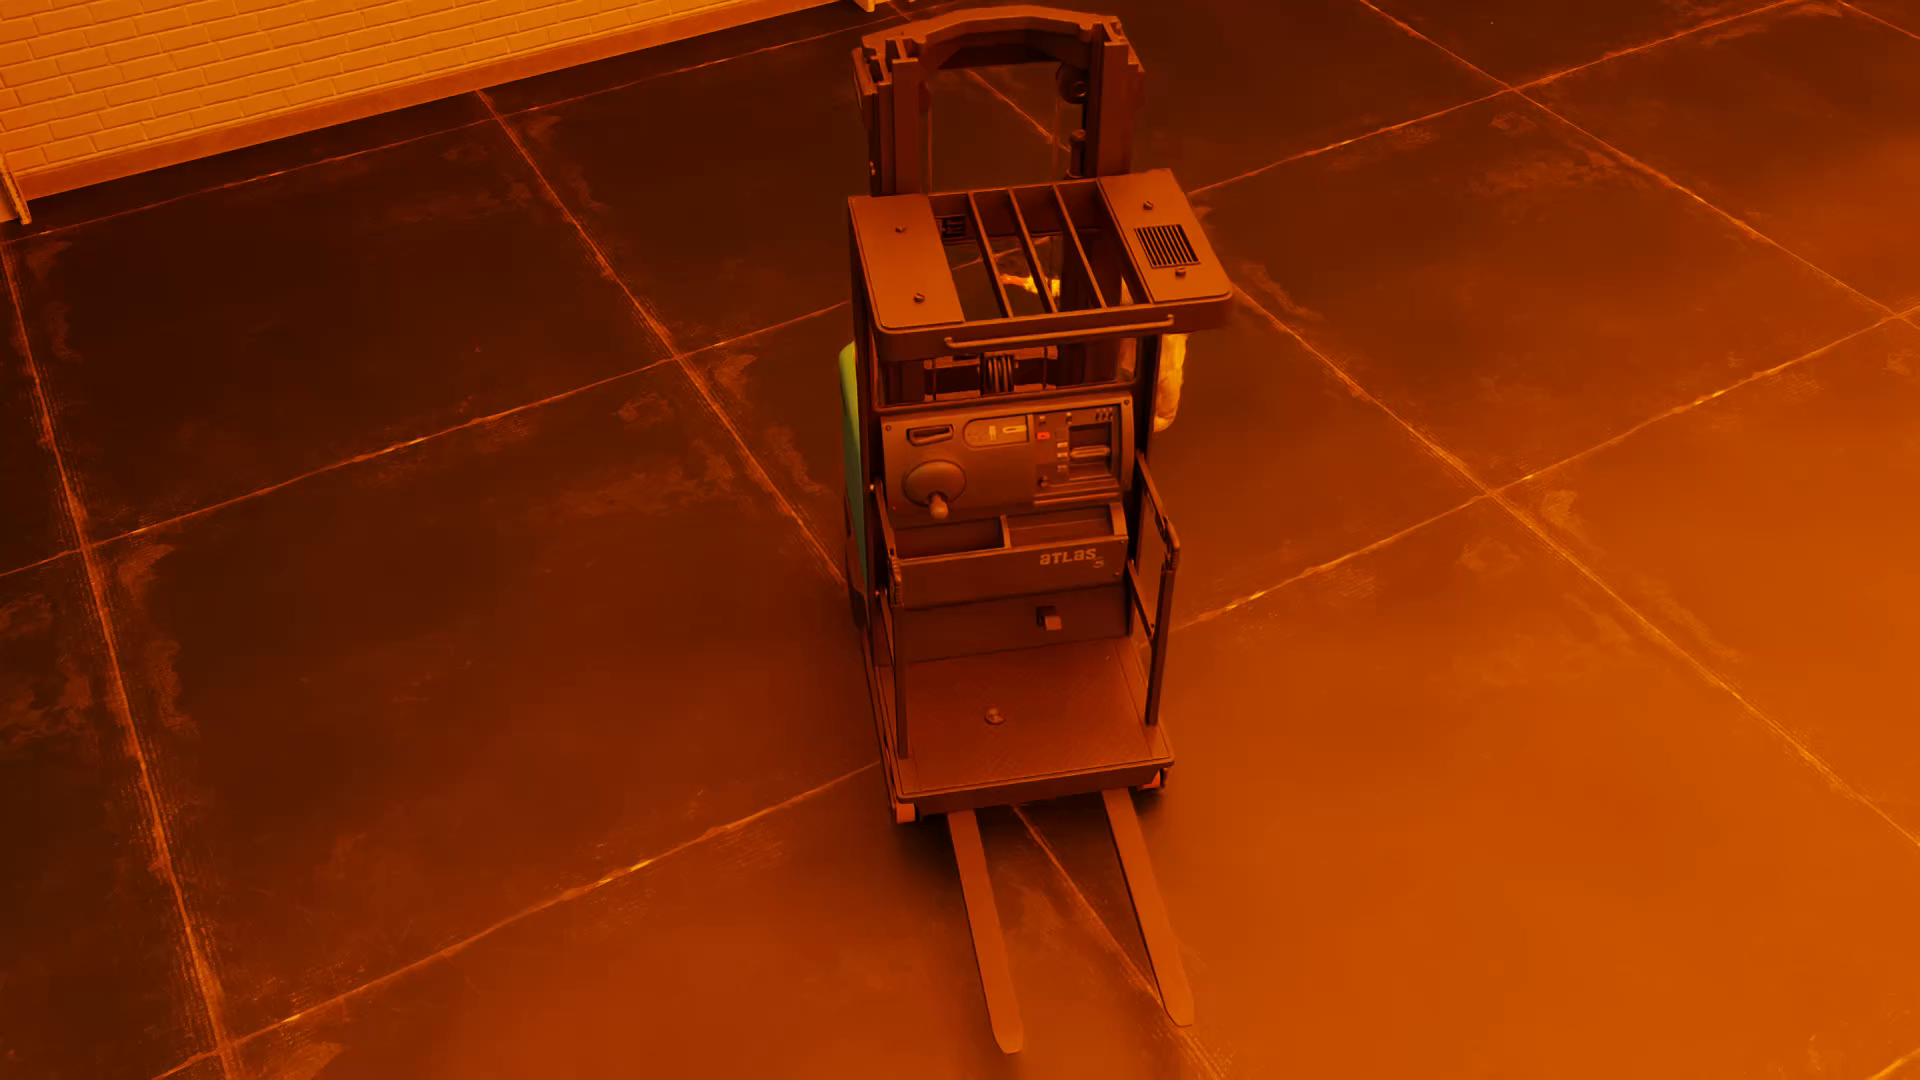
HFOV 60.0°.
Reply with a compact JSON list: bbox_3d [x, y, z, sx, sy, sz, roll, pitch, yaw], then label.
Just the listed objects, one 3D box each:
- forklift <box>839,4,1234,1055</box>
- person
[{"bbox_3d":[0.219,-0.218,5.933,1.130,2.935,3.031,-7,43,-7],"label":"forklift"},{"bbox_3d":[0.704,-1.066,8.044,0.898,1.317,0.834,28,50,27],"label":"person"}]
